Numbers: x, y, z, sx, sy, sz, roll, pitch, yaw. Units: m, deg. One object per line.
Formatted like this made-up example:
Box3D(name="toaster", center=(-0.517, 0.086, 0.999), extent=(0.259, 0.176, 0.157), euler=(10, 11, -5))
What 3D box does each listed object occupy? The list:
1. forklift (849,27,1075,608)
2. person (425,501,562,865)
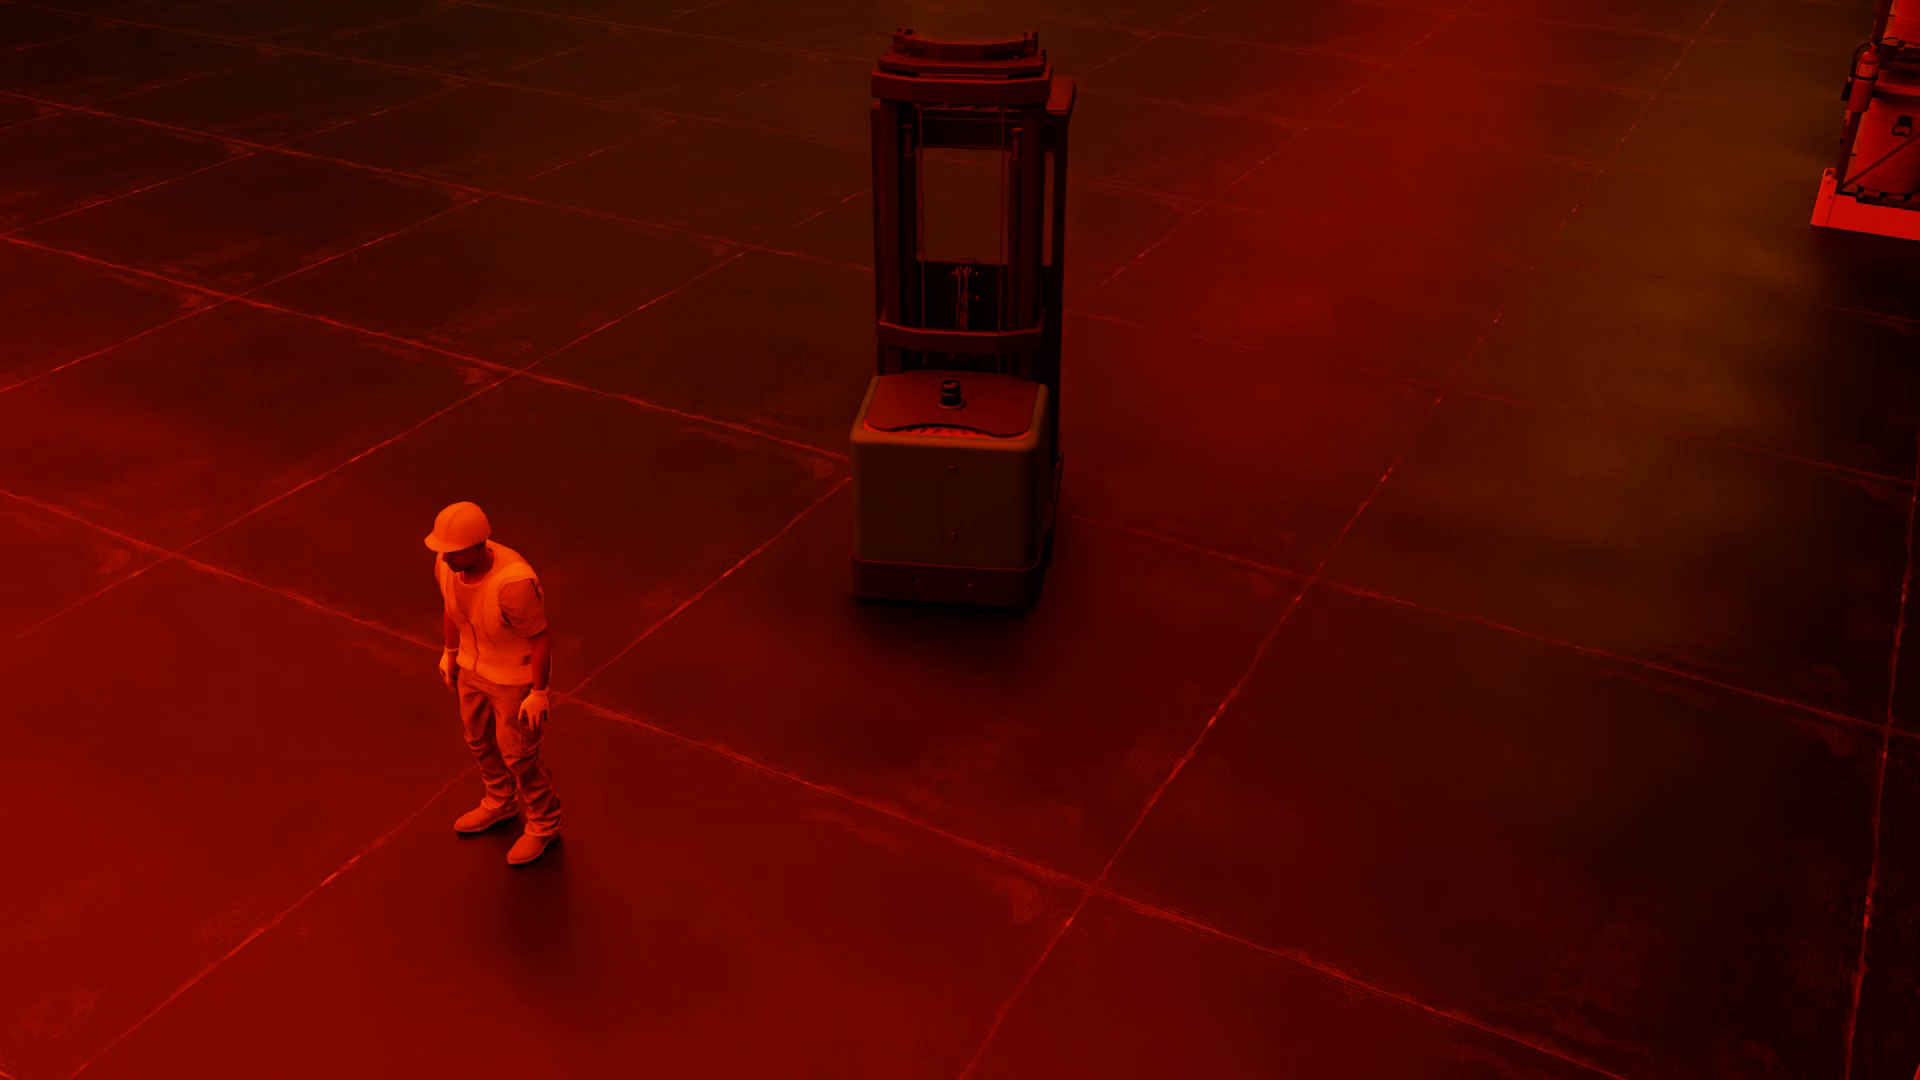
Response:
Box3D(name="forklift", center=(0.081, -1.609, 9.858), extent=(1.130, 2.935, 3.031), euler=(3, 30, 6))
Box3D(name="person", center=(-2.015, 0.591, 7.210), extent=(0.620, 1.773, 0.449), euler=(19, 35, 30))
